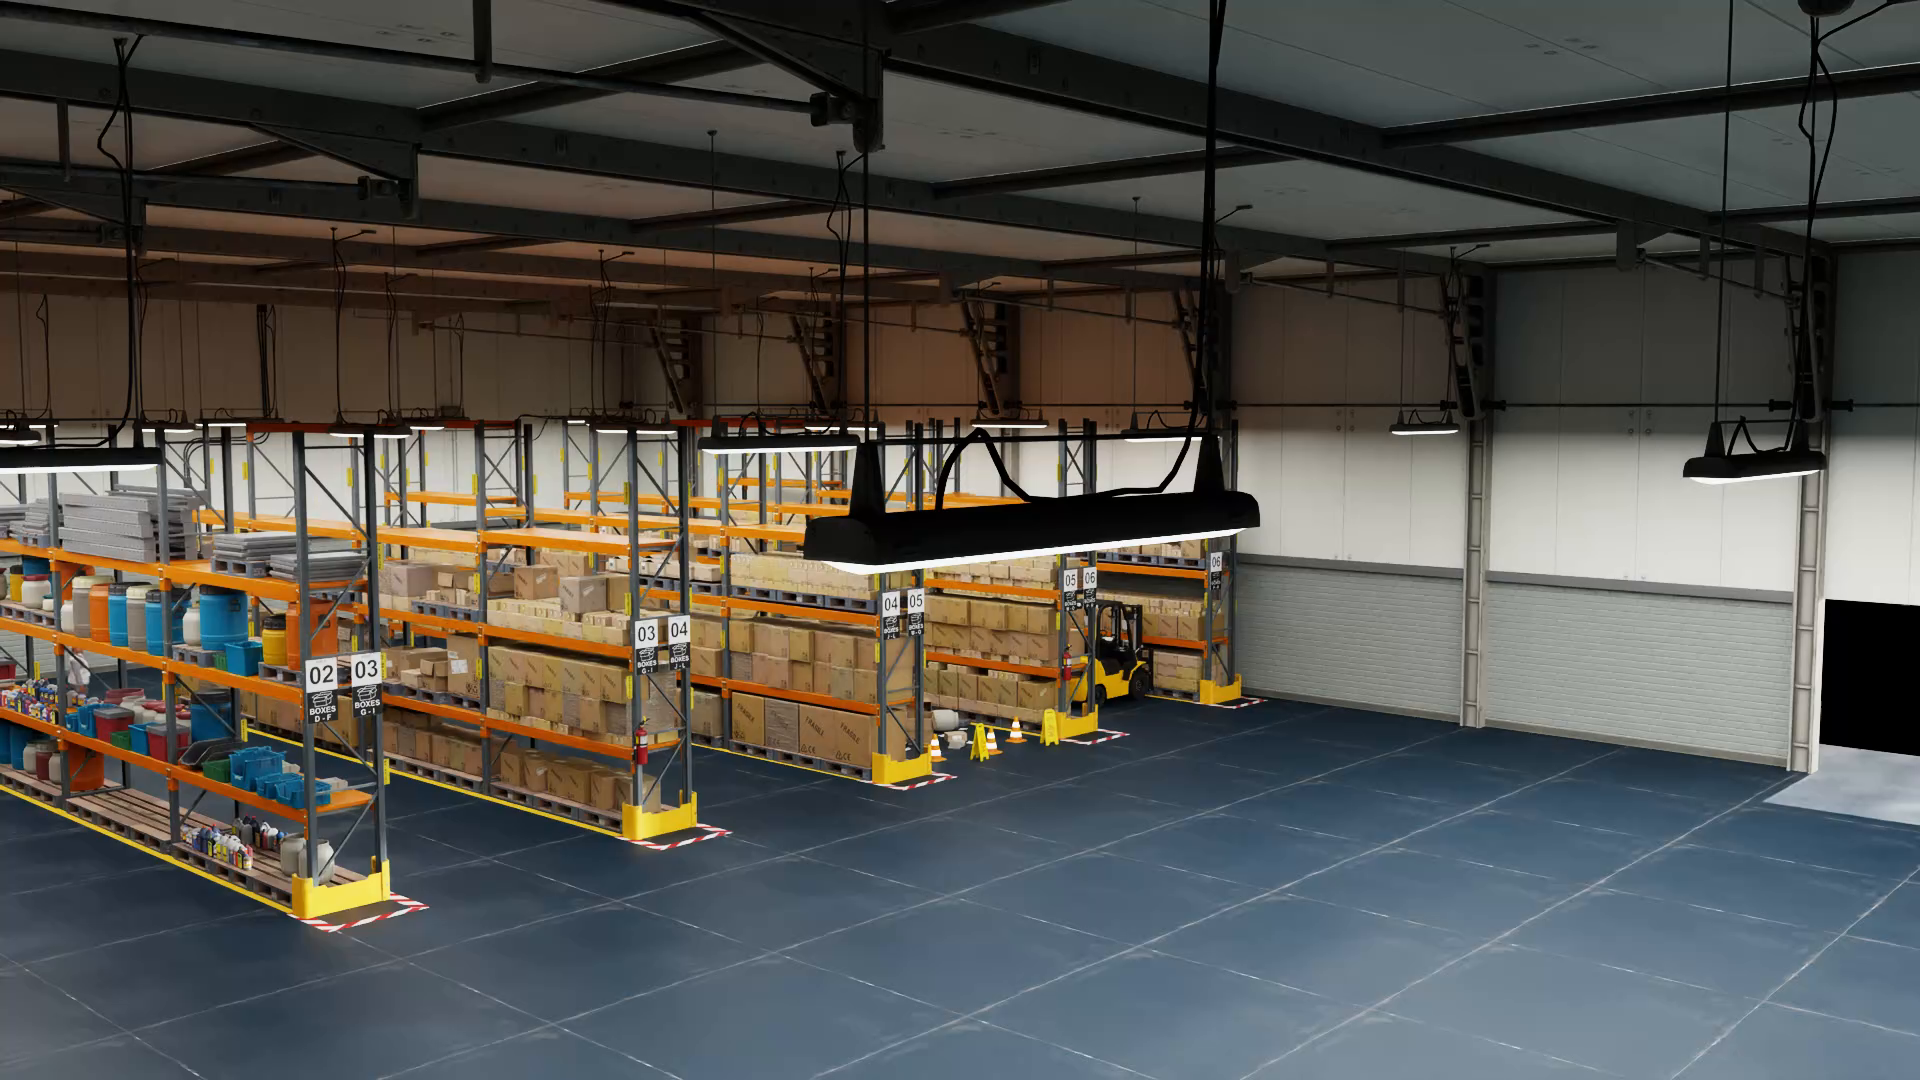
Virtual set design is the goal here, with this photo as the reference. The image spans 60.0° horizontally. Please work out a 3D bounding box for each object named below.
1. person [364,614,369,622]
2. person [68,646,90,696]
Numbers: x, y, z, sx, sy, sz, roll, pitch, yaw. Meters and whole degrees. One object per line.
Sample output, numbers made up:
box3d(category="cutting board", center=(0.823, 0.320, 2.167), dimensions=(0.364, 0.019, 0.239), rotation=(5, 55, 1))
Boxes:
box3d(category="person", center=(-14.997, 2.119, 41.956), dimensions=(0.463, 1.611, 0.371), rotation=(-4, 6, -40))
box3d(category="person", center=(-17.178, 2.798, 32.371), dimensions=(0.538, 1.769, 0.599), rotation=(4, 6, 40))
